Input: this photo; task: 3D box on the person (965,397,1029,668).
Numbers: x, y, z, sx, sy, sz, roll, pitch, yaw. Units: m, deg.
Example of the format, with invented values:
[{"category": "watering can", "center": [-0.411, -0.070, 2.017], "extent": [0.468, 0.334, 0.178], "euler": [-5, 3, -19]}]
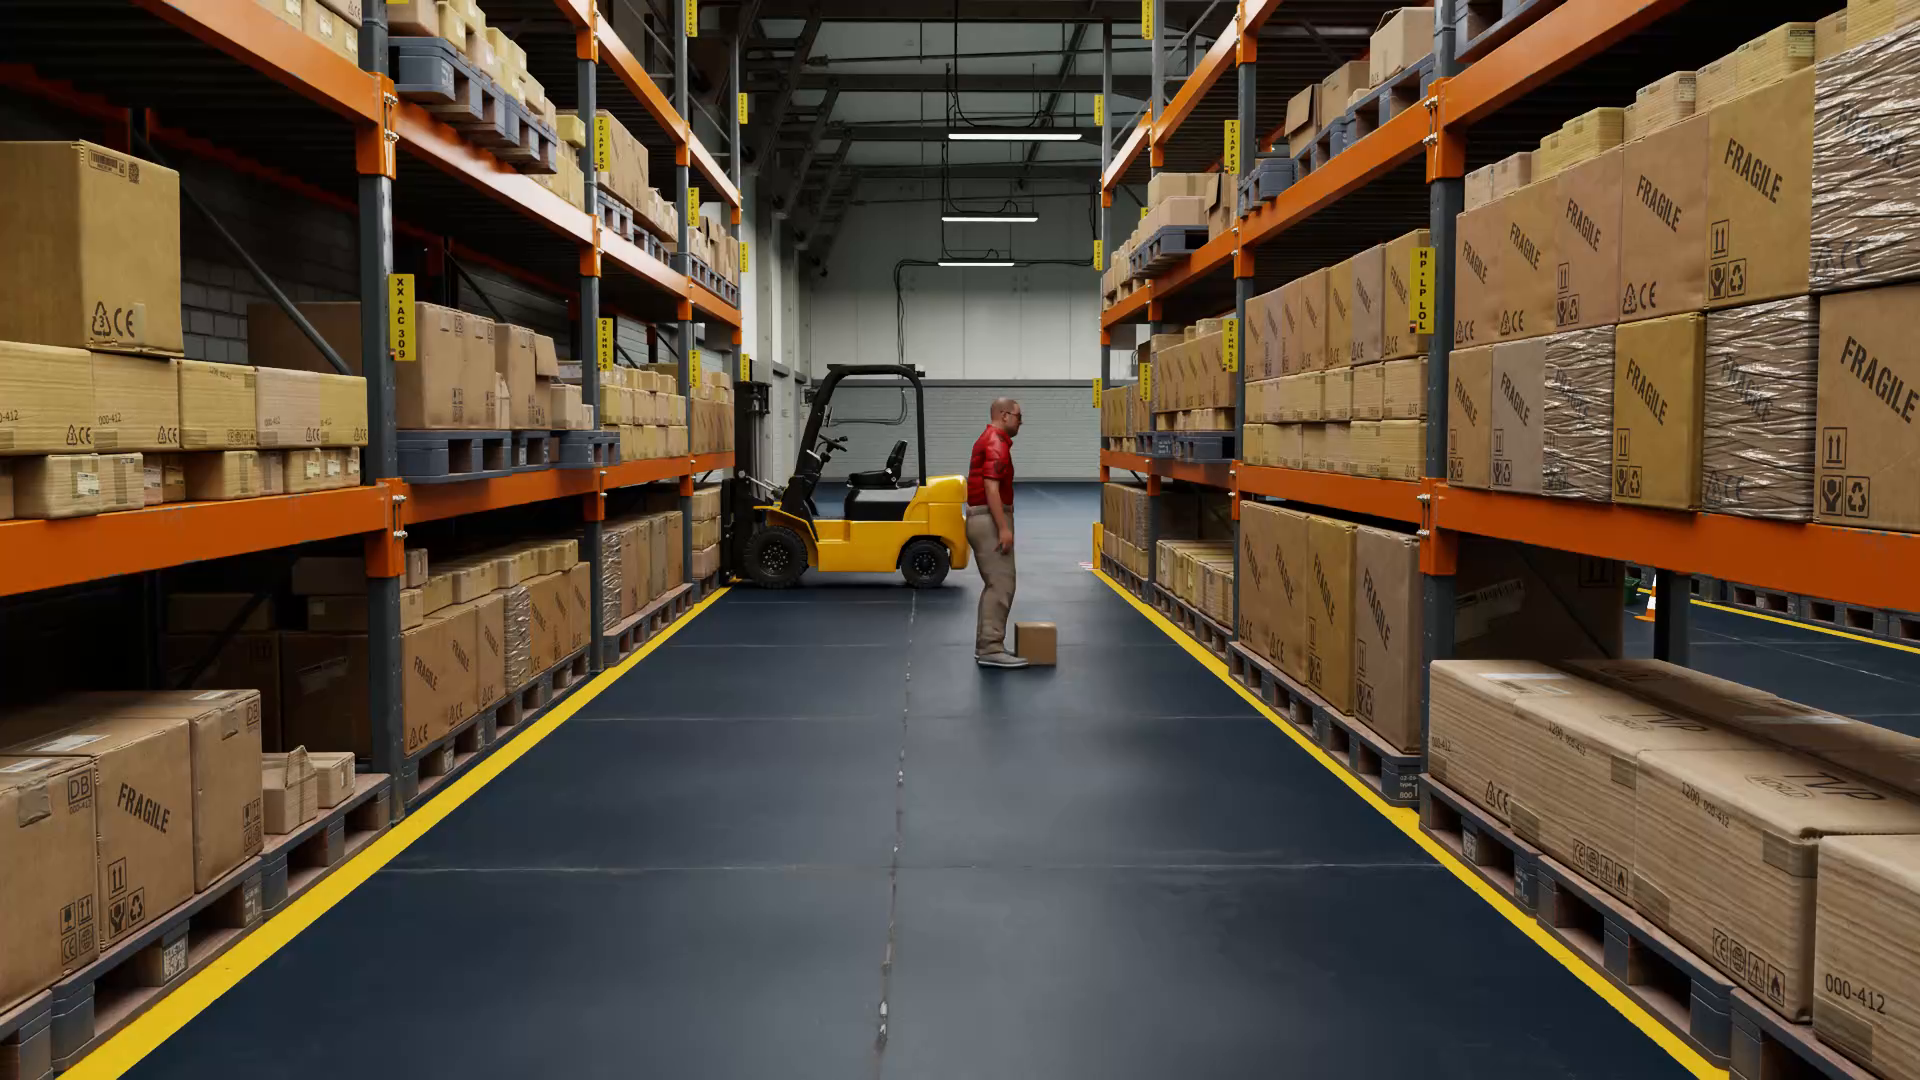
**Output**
[{"category": "person", "center": [0.235, -0.061, 10.789], "extent": [0.393, 1.726, 0.599], "euler": [0, 4, -5]}]
